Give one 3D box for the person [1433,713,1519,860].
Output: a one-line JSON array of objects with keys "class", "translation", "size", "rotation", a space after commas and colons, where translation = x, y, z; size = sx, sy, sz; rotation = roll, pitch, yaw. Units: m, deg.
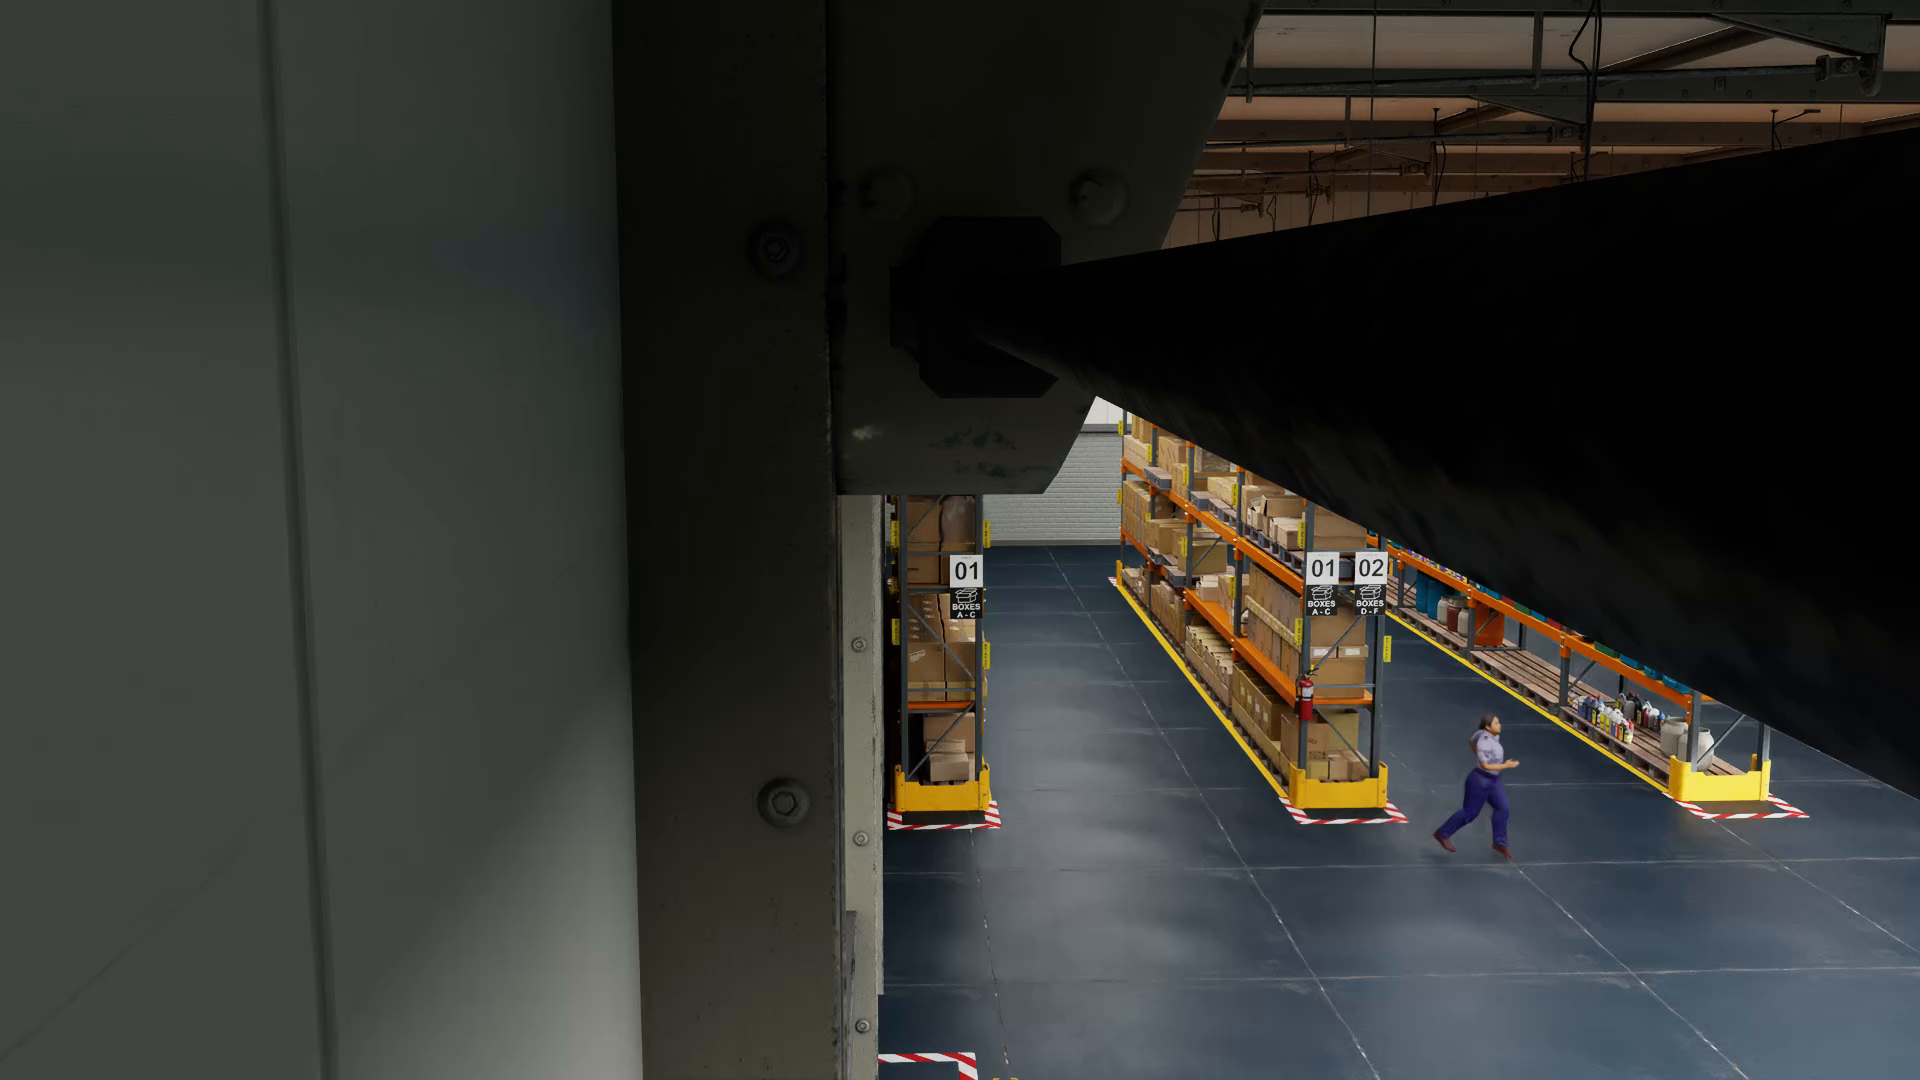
[{"class": "person", "translation": [5.856, 2.776, 18.804], "size": [0.886, 1.682, 0.614], "rotation": [5, 10, 28]}]
